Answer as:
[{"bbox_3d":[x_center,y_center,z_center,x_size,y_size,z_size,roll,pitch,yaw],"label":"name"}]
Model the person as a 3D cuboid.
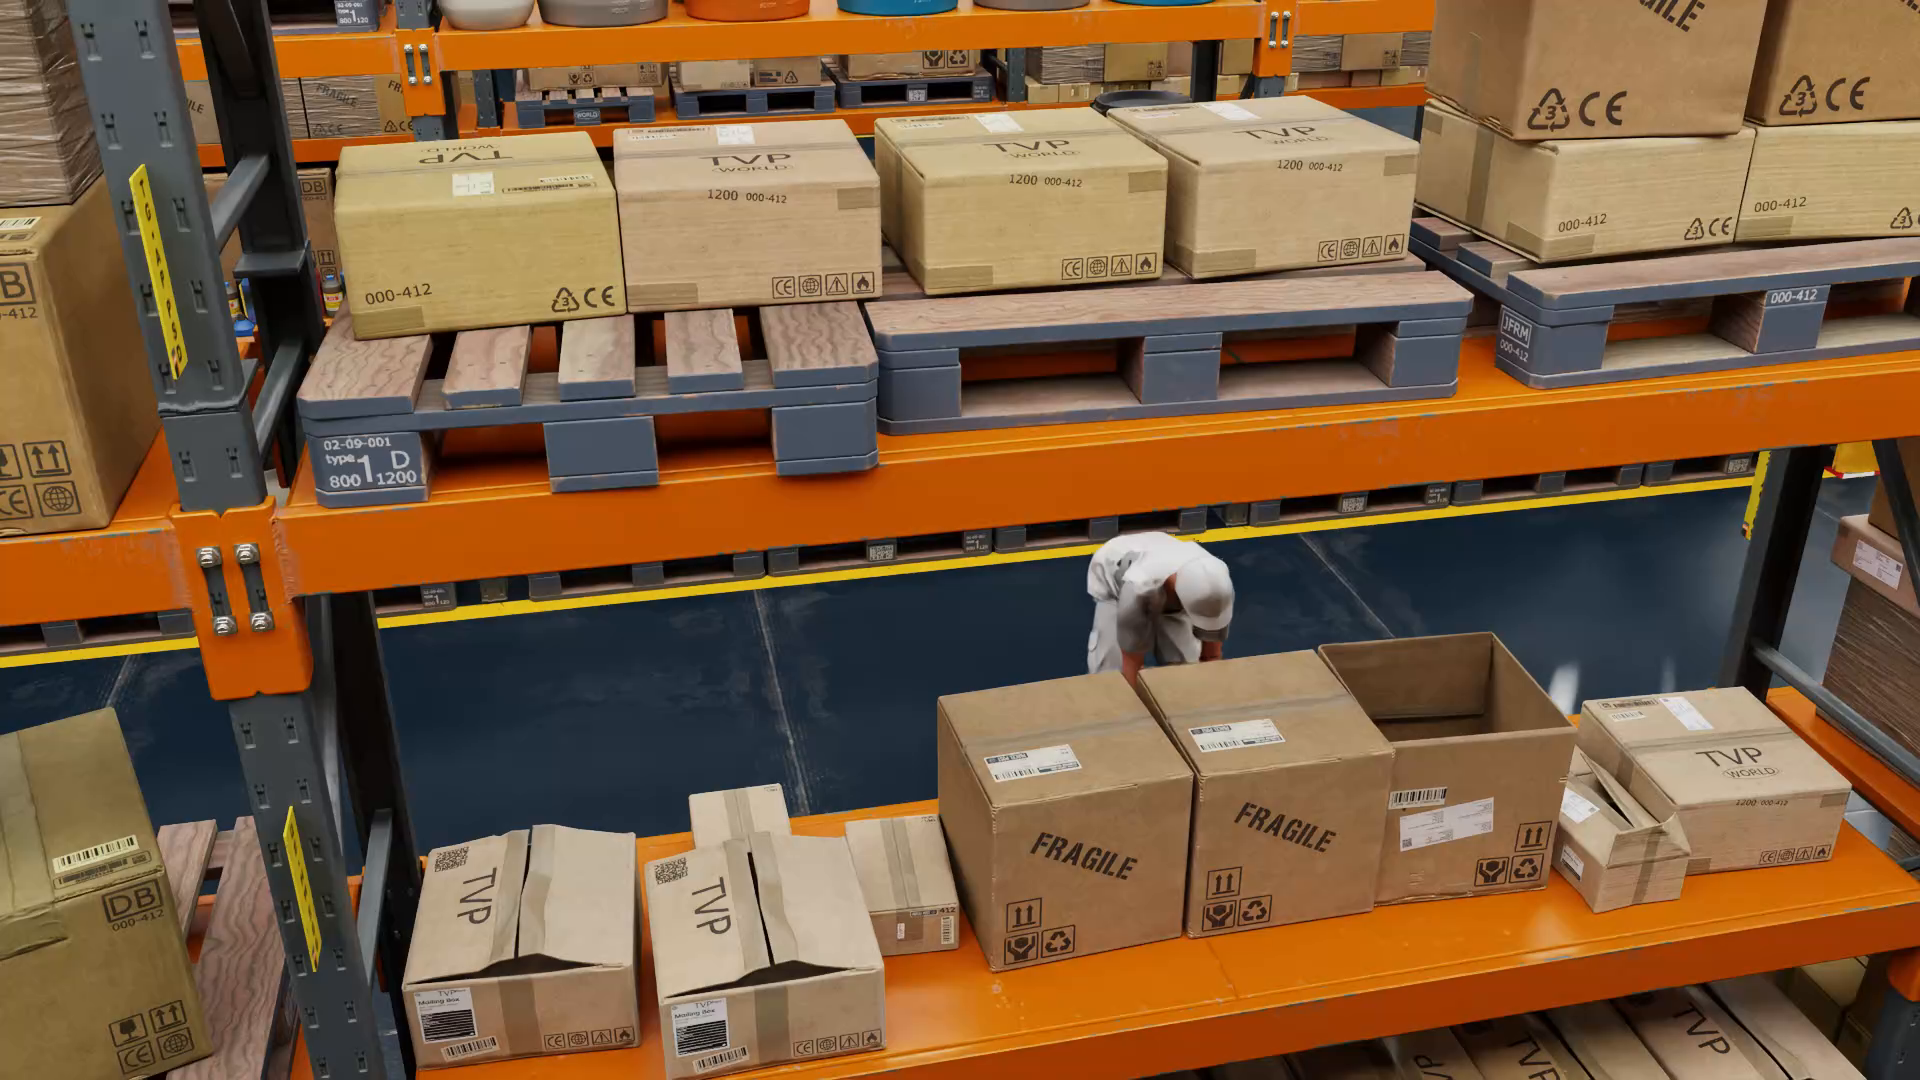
[{"bbox_3d":[0.798,0.509,6.590,0.495,1.319,0.910,-7,27,-13],"label":"person"}]
